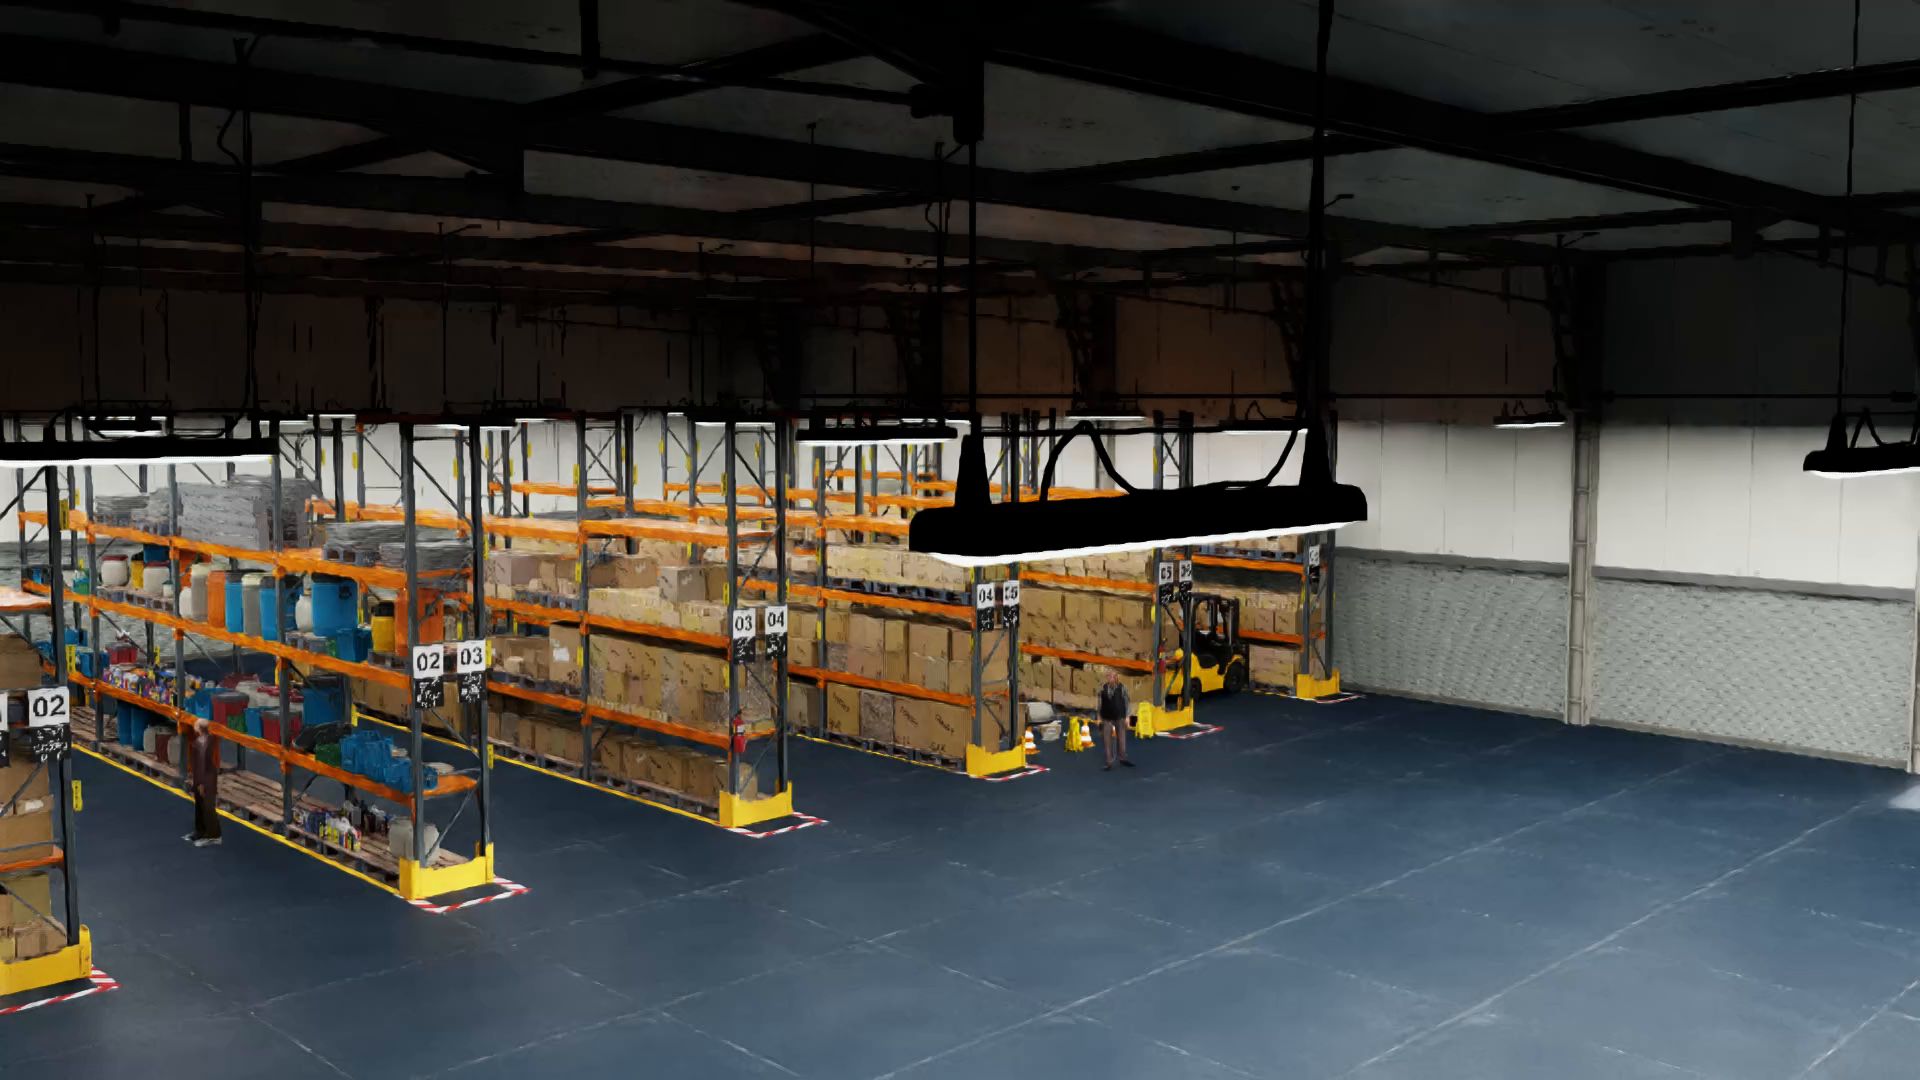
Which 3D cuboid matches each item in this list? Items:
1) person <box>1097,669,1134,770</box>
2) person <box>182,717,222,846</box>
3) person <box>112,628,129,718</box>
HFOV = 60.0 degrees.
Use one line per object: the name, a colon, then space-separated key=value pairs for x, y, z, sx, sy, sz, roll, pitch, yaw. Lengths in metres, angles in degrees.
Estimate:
person: x=2.638 y=3.032 z=28.257 sx=0.631 sy=1.715 sz=0.538 roll=2 pitch=5 yaw=20
person: x=-10.720 y=3.391 z=23.464 sx=0.551 sy=1.782 sz=0.636 roll=-1 pitch=5 yaw=-15
person: x=-16.341 y=2.611 z=32.420 sx=0.412 sy=1.782 sz=0.644 roll=-3 pitch=6 yaw=-31
